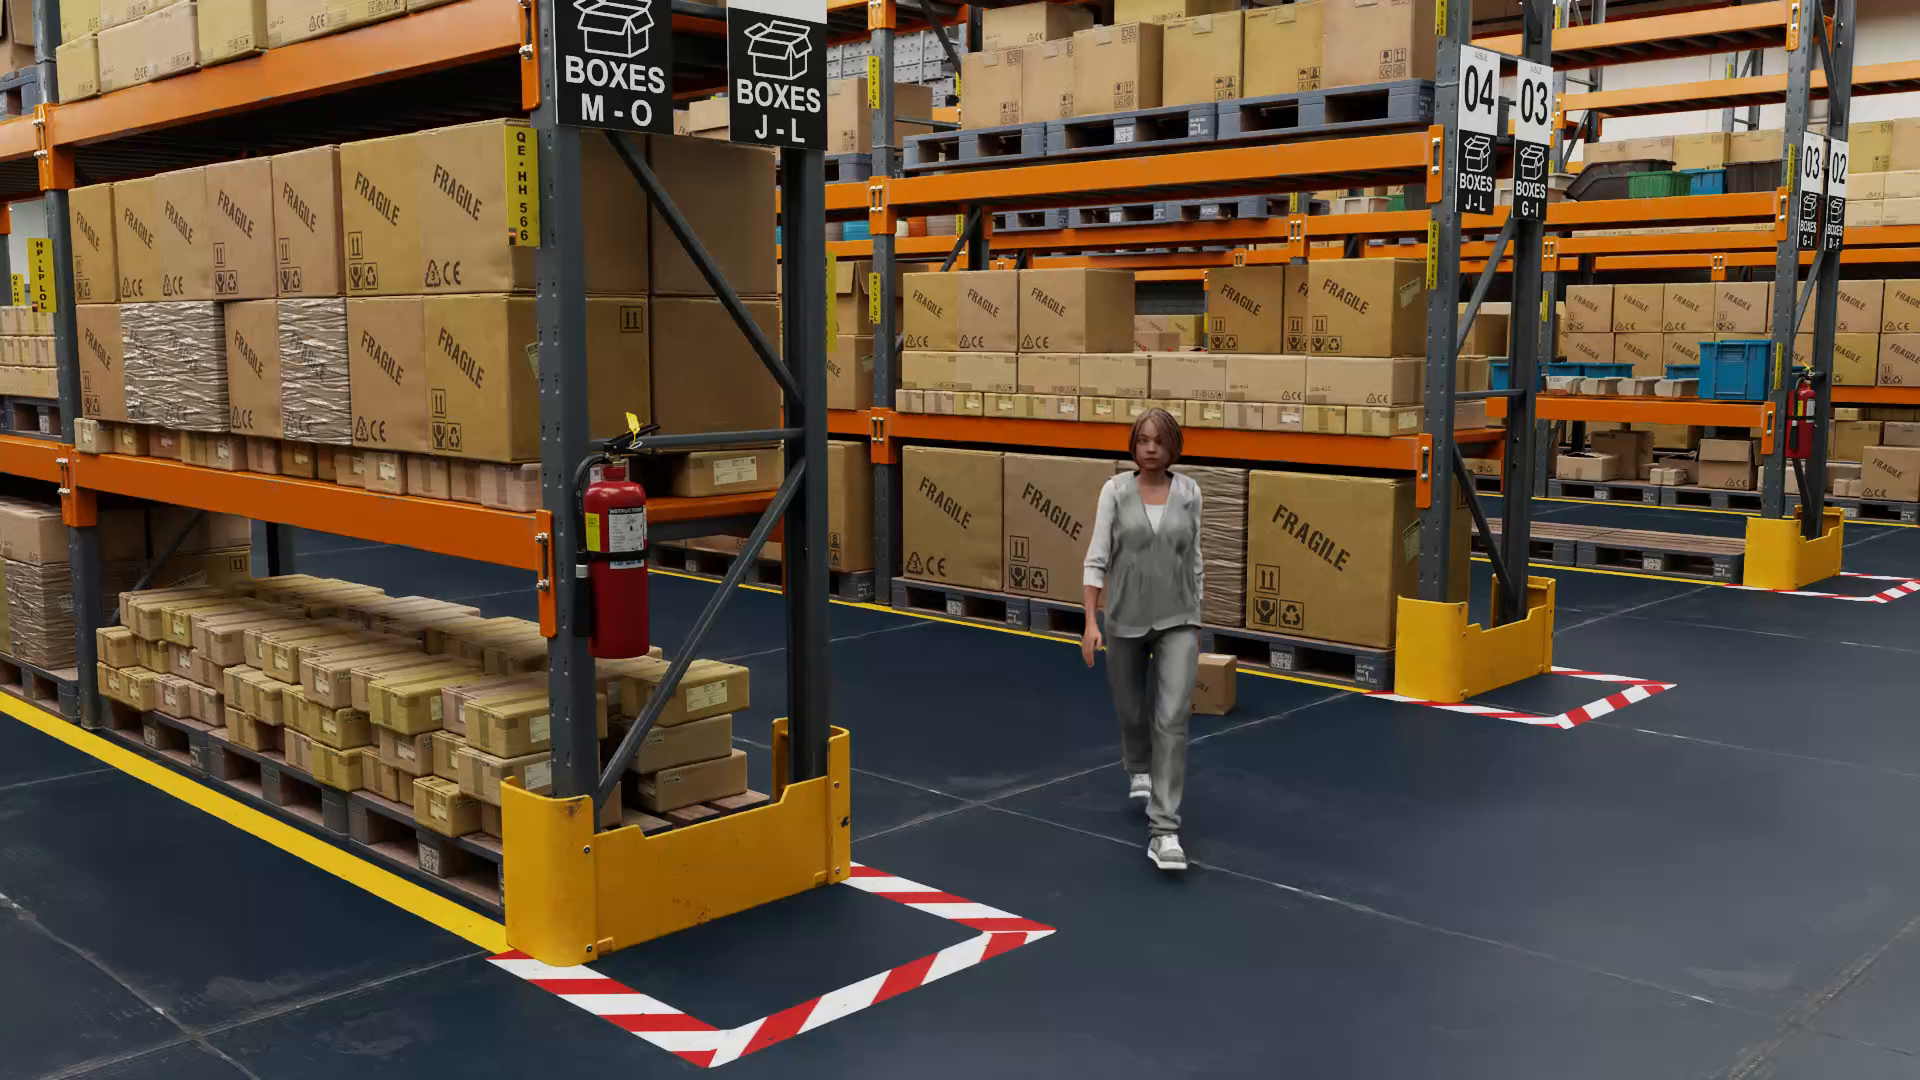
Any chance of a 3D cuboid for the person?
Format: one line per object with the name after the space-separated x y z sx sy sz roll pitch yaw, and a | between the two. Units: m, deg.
0.654 0.300 5.914 0.427 1.543 0.952 1 7 7 | person
